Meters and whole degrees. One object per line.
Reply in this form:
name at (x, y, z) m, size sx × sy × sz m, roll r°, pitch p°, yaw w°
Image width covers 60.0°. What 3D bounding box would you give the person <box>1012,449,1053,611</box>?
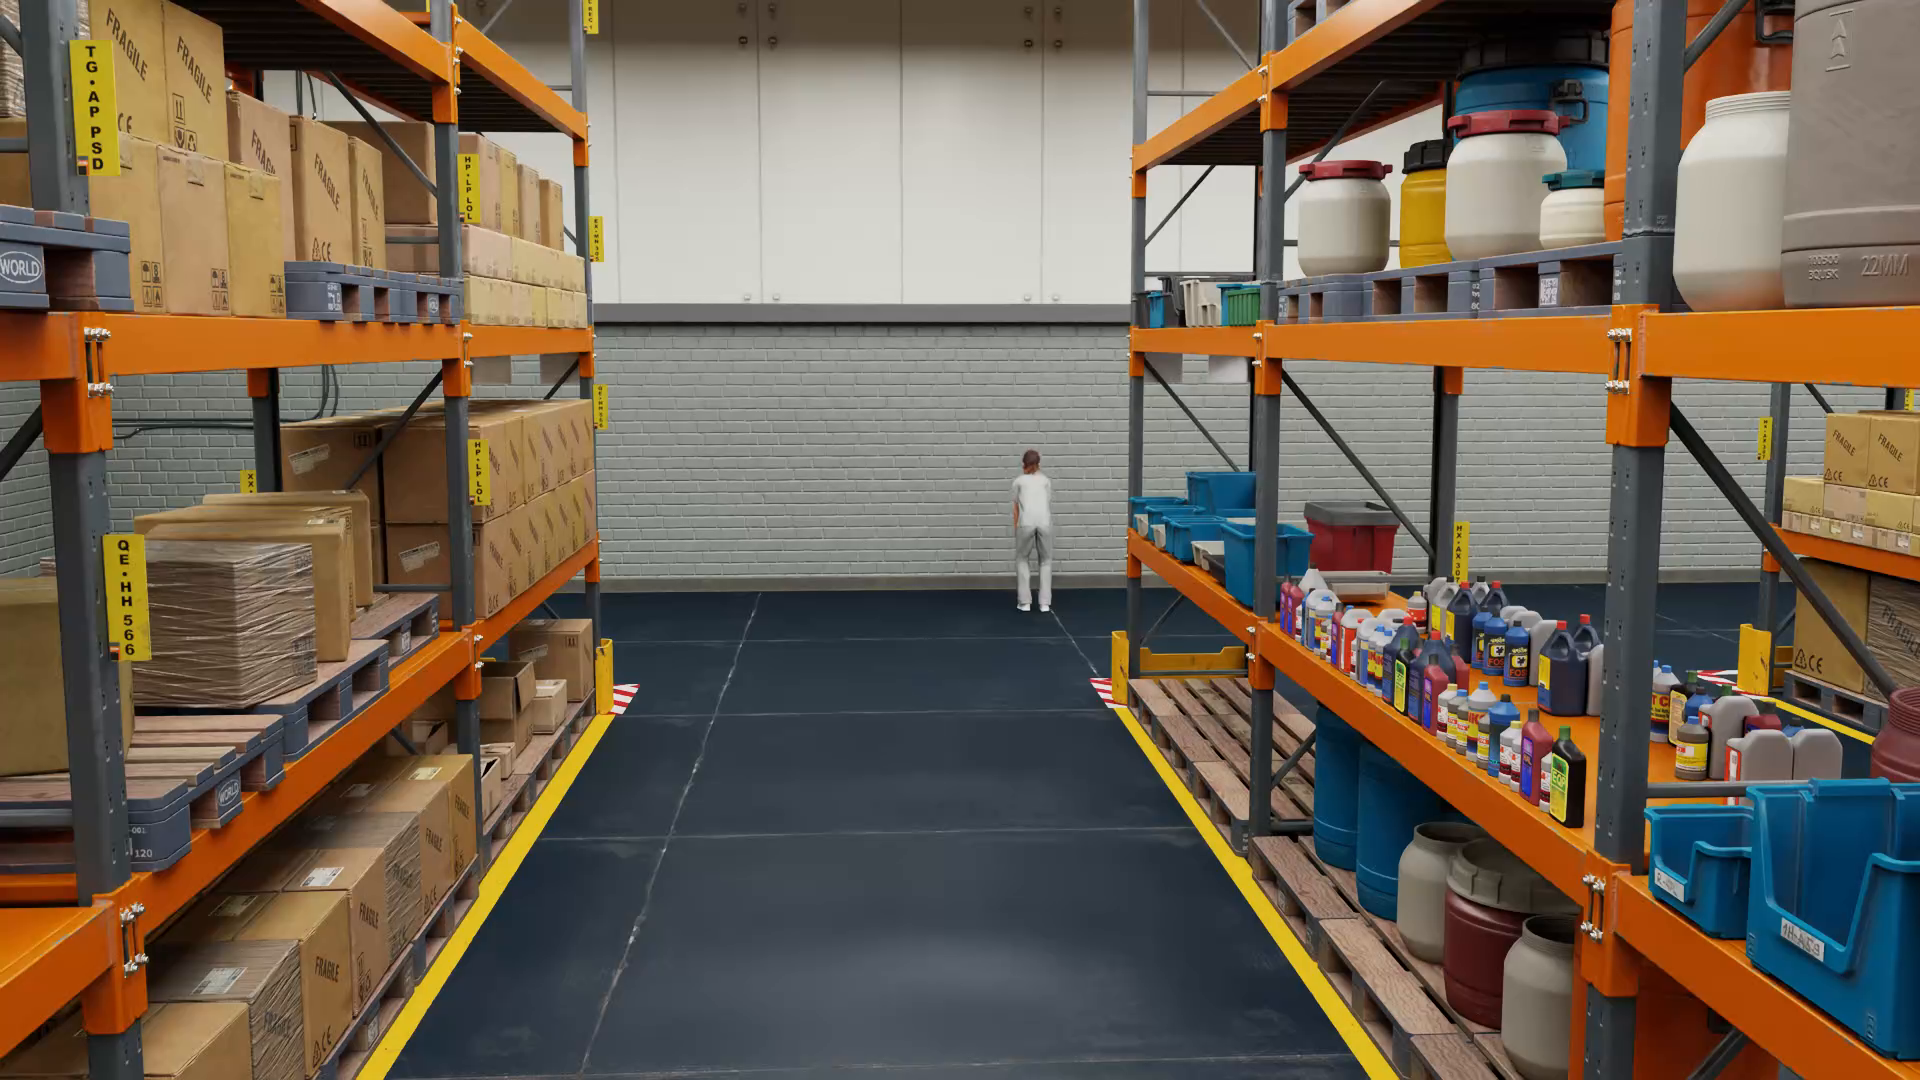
person at (0.728, -0.102, 16.811) m, size 0.408 × 1.629 × 0.539 m, roll -1°, pitch 7°, yaw -5°
